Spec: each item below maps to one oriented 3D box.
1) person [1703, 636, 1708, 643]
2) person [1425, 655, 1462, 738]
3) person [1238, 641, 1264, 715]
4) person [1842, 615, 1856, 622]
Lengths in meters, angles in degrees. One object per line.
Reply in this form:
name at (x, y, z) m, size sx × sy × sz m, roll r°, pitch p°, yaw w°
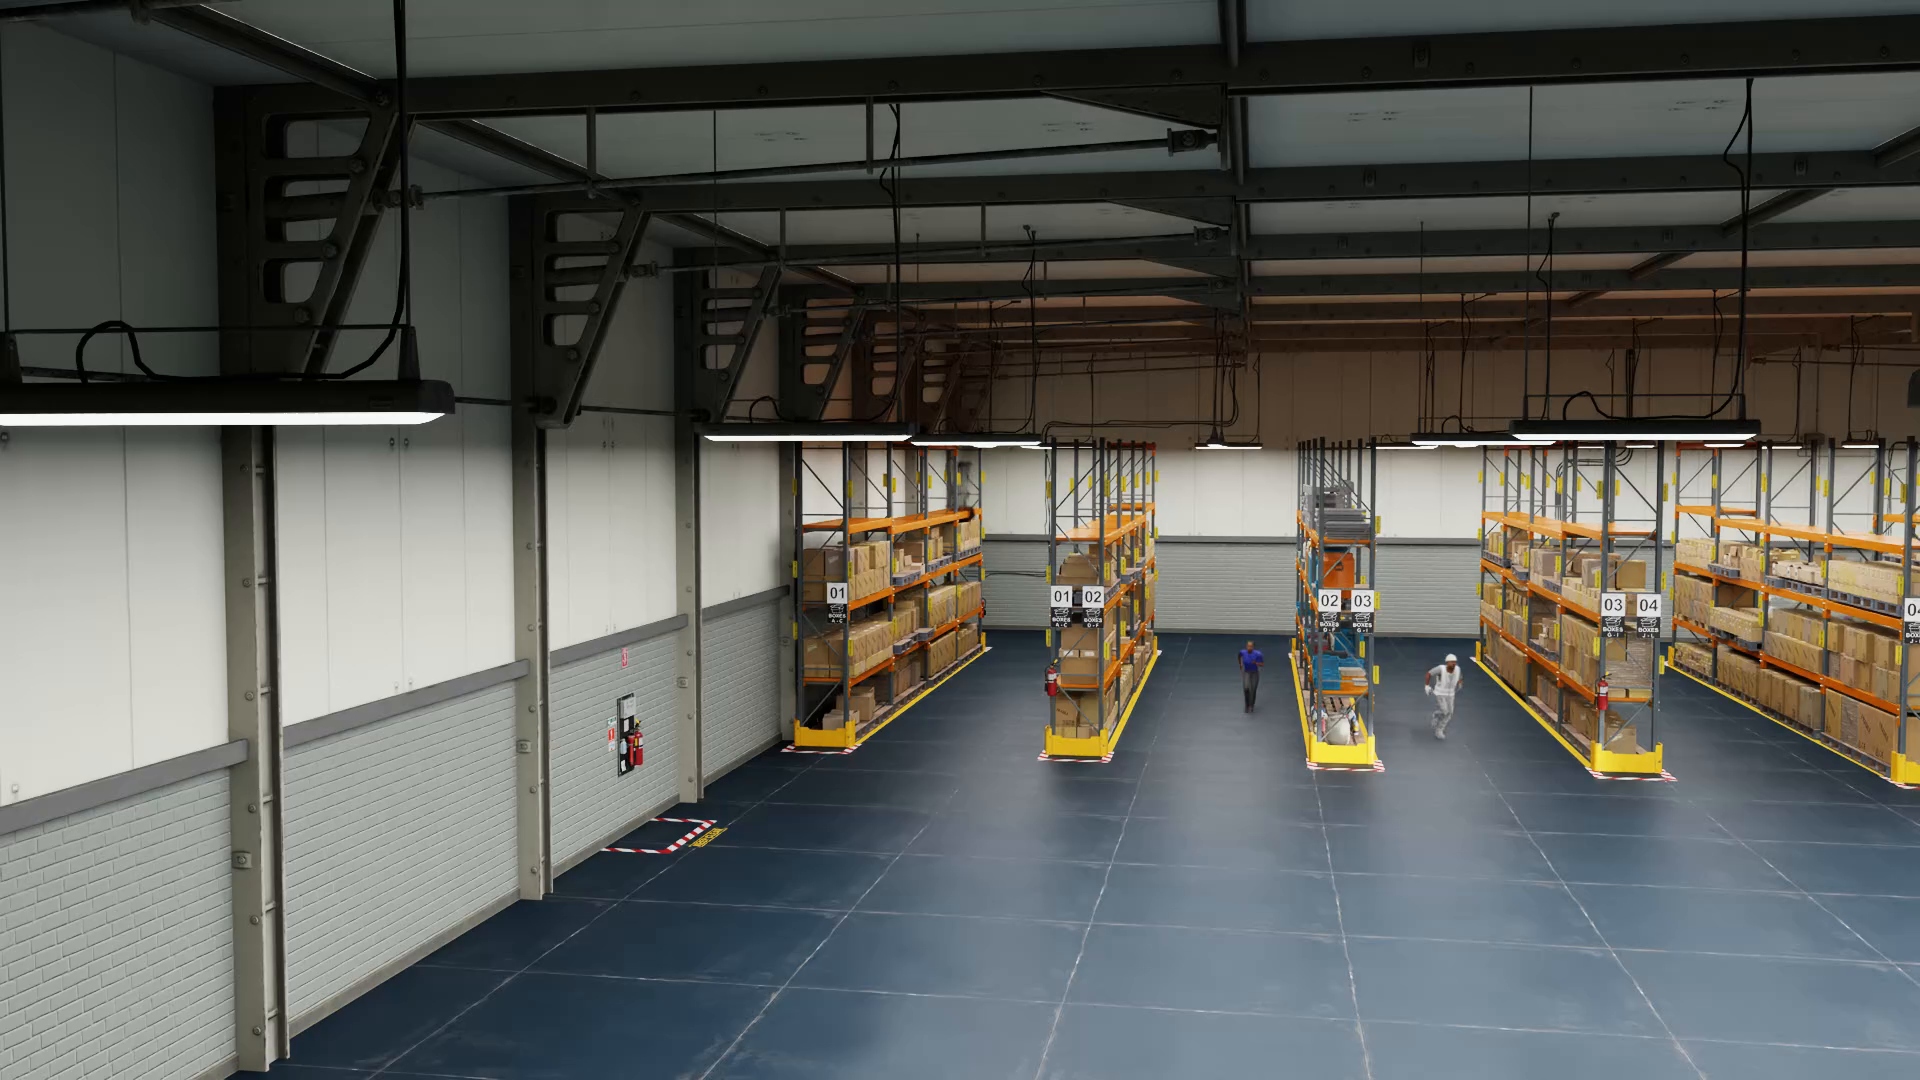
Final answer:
person at (20.622, 2.454, 45.488) m, size 0.569 × 1.732 × 0.651 m, roll 0°, pitch 3°, yaw -5°
person at (9.720, 3.121, 33.238) m, size 0.648 × 1.701 × 0.741 m, roll -1°, pitch 3°, yaw -19°
person at (6.359, 2.994, 36.365) m, size 0.569 × 1.634 × 0.888 m, roll 1°, pitch 3°, yaw 10°
person at (24.117, 2.548, 45.170) m, size 0.838 × 1.554 × 0.601 m, roll 1°, pitch 3°, yaw 19°
